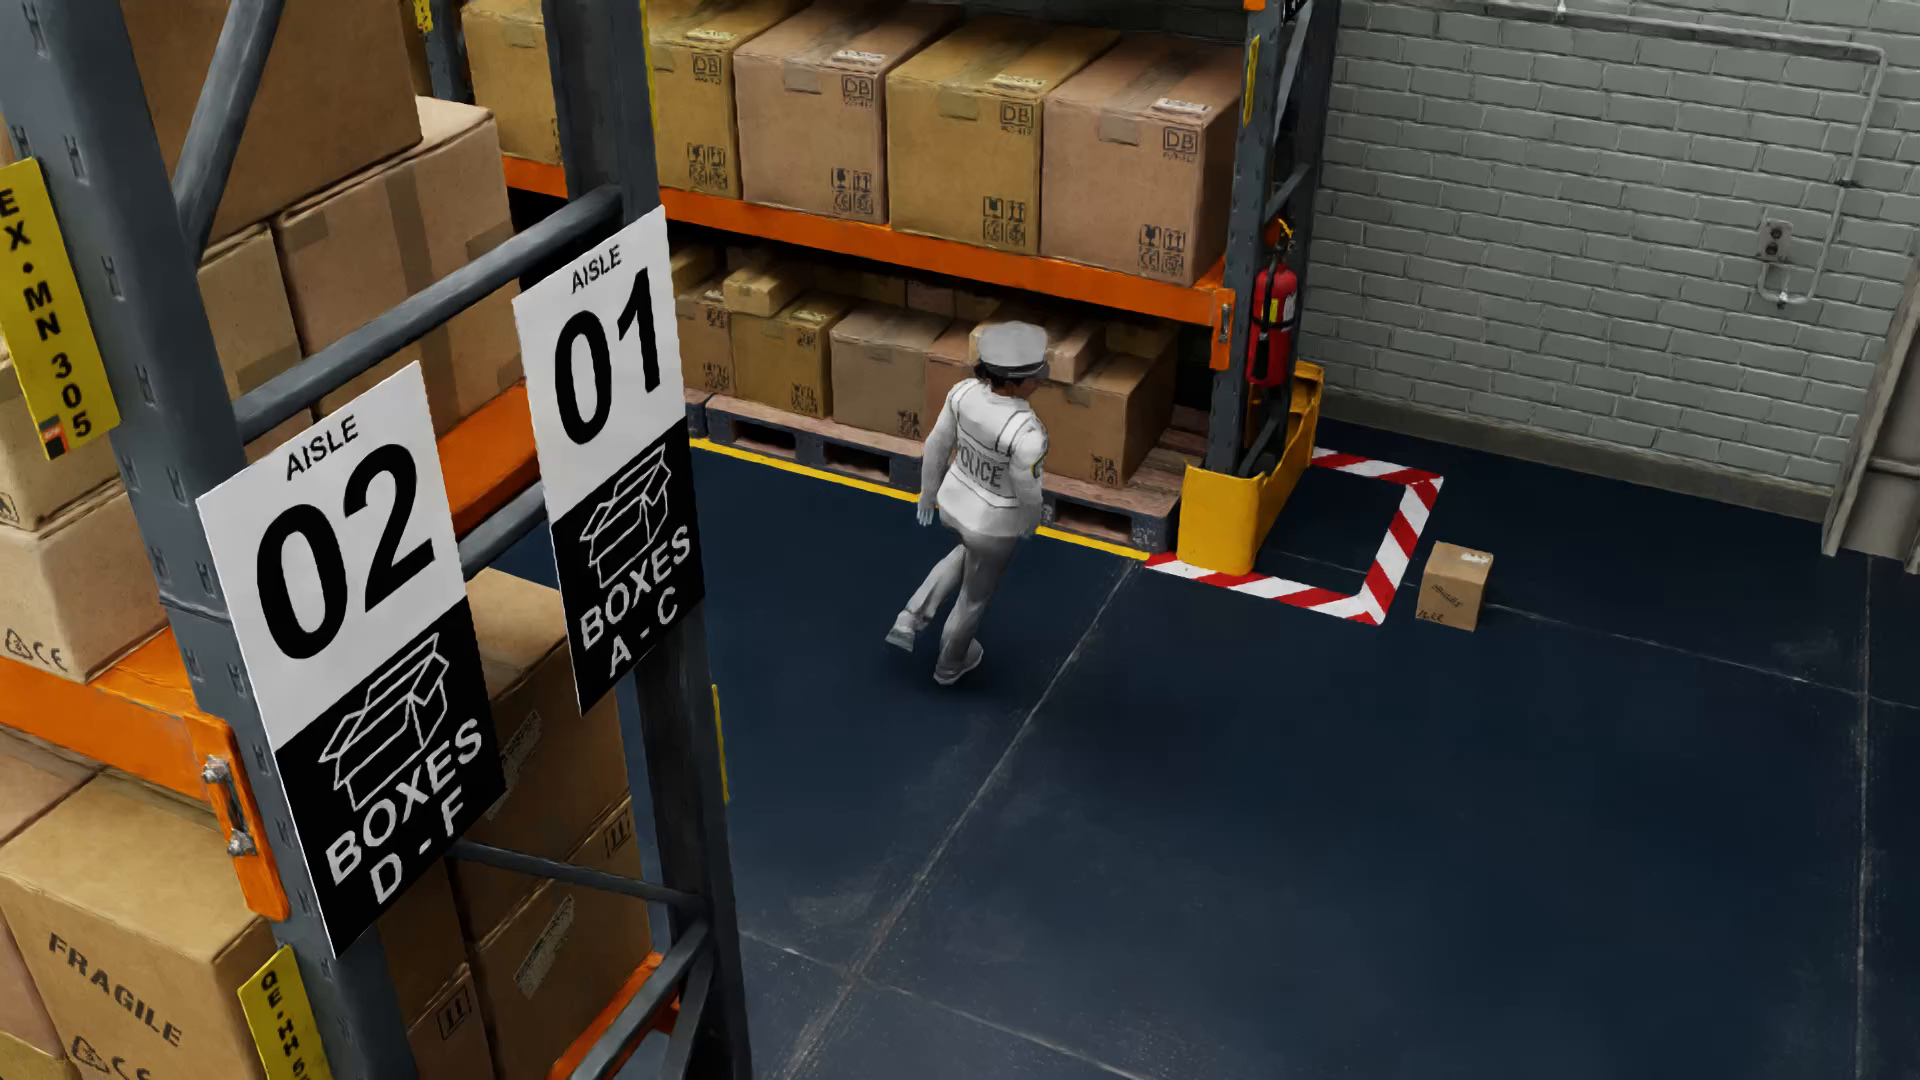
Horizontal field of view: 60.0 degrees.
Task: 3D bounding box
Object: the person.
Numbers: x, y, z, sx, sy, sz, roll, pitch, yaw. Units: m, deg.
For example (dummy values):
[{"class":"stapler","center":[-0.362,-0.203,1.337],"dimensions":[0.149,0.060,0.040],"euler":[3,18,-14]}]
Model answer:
[{"class":"person","center":[0.051,-0.101,6.285],"dimensions":[0.455,1.631,0.665],"euler":[-28,43,-35]}]
